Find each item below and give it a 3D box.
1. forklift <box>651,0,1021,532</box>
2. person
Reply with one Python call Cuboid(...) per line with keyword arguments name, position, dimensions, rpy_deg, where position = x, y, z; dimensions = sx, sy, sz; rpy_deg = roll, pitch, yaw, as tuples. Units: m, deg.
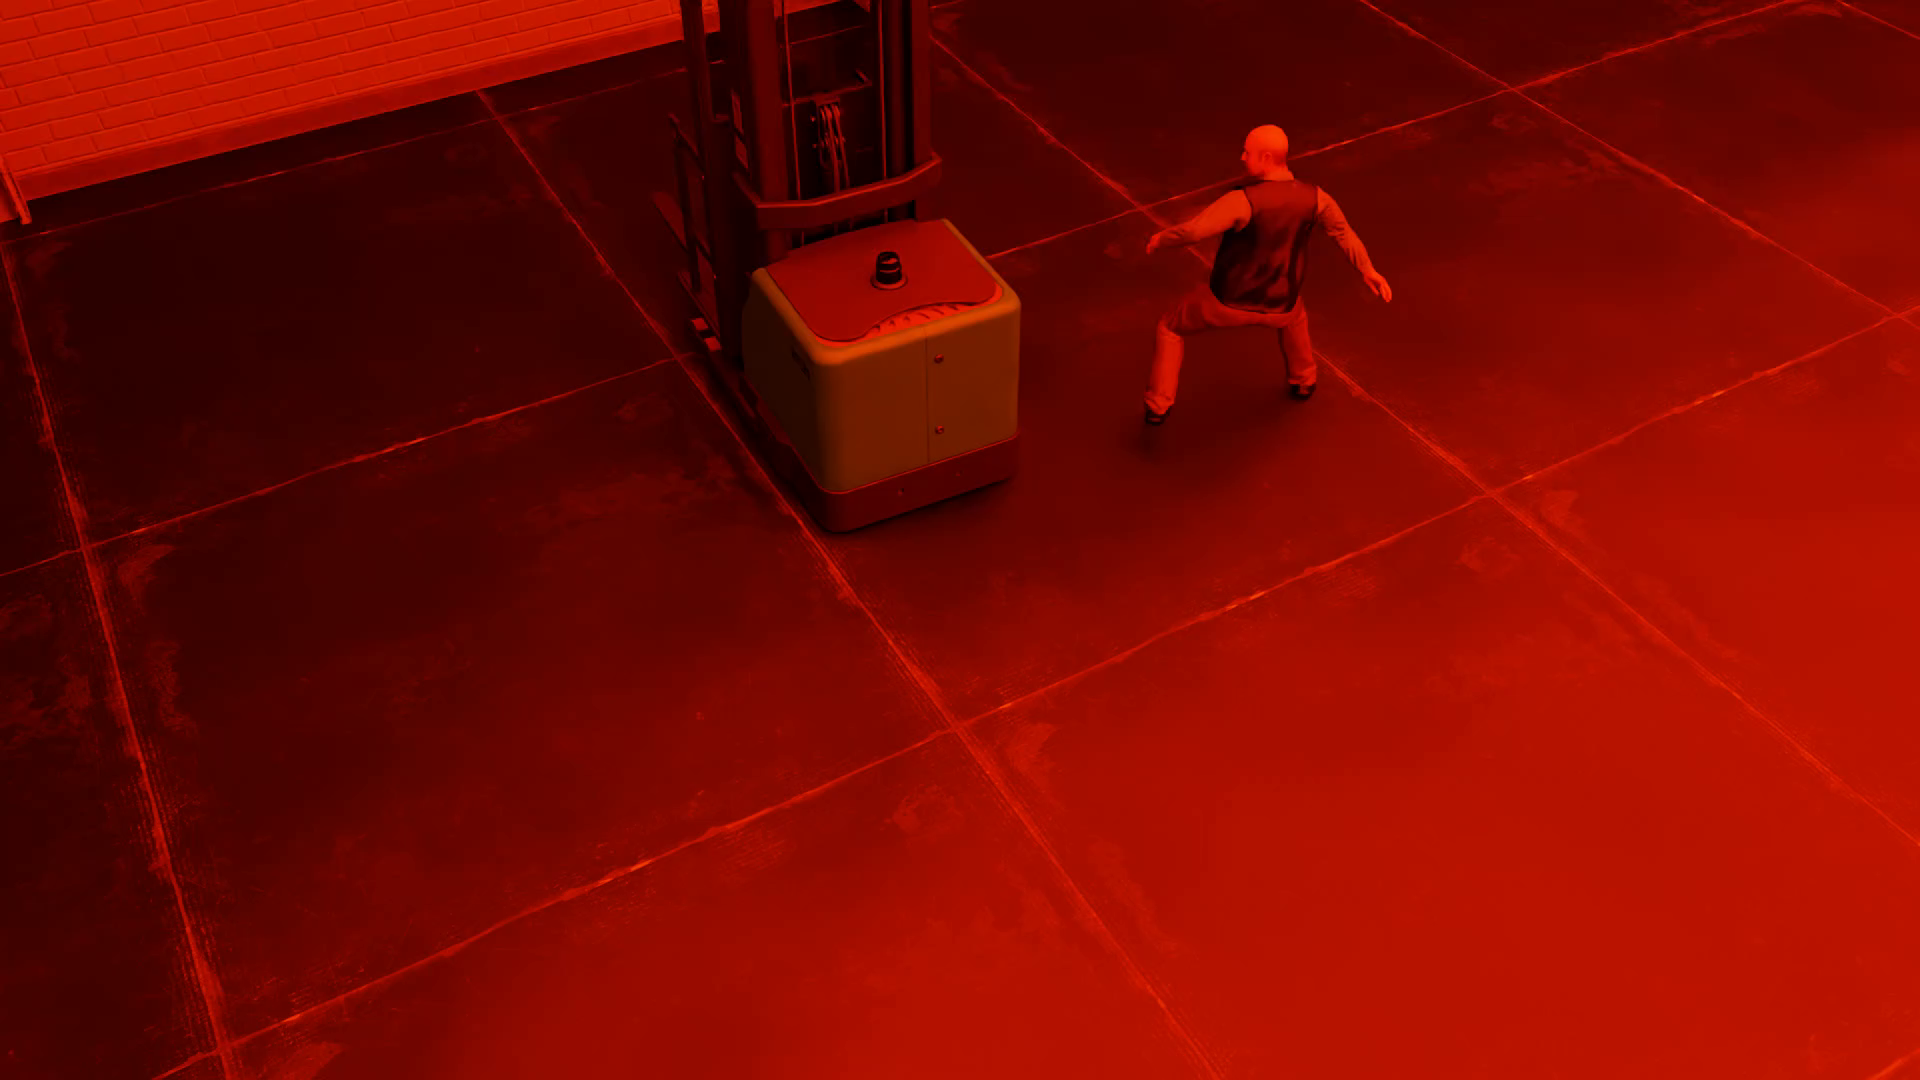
Cuboid(name="forklift", position=(-0.821, -2.114, 7.977), dimensions=(1.130, 2.935, 3.031), rpy_deg=(-19, 46, -19))
Cuboid(name="person", position=(1.469, -1.224, 8.085), dimensions=(1.158, 1.643, 0.532), rpy_deg=(-5, 43, -5))
